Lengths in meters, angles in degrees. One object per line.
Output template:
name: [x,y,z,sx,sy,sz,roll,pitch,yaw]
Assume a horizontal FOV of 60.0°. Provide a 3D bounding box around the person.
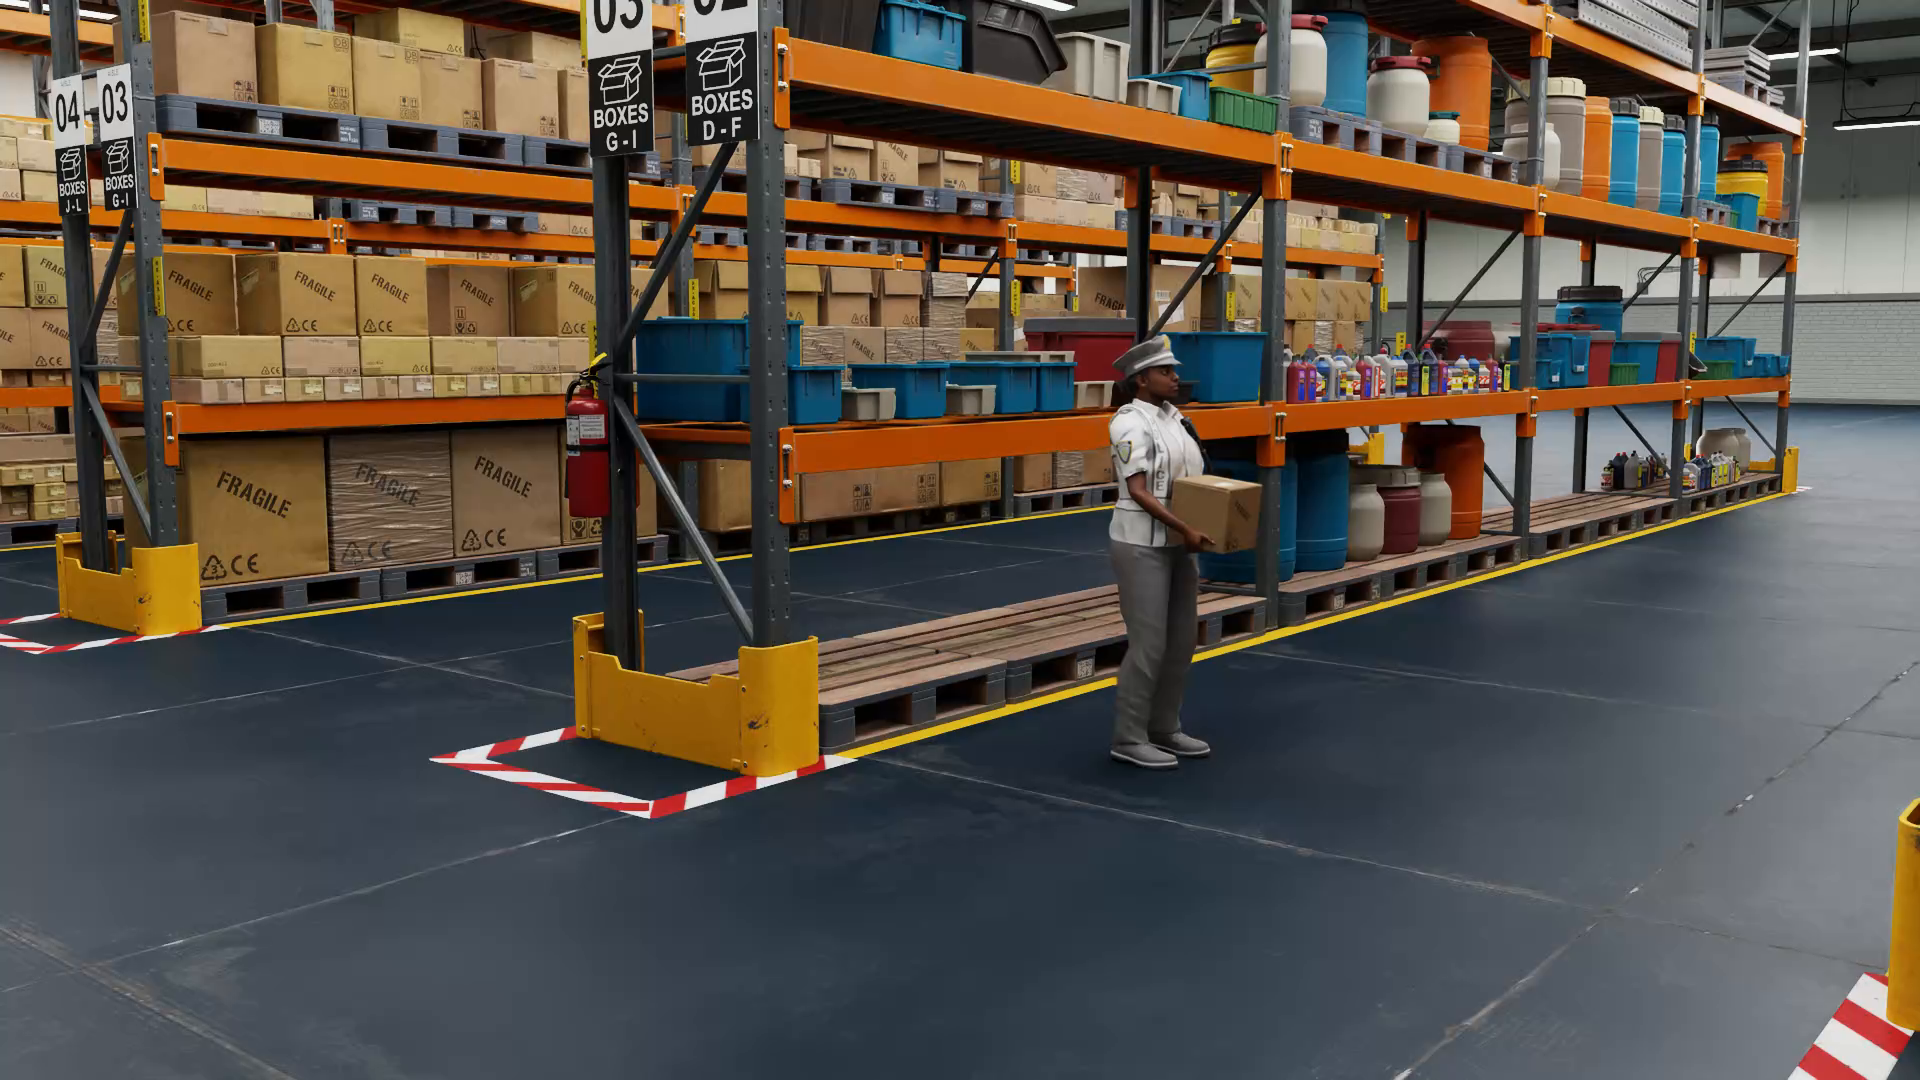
person: [0.836,0.038,6.547,0.540,1.688,0.450,5,9,39]
